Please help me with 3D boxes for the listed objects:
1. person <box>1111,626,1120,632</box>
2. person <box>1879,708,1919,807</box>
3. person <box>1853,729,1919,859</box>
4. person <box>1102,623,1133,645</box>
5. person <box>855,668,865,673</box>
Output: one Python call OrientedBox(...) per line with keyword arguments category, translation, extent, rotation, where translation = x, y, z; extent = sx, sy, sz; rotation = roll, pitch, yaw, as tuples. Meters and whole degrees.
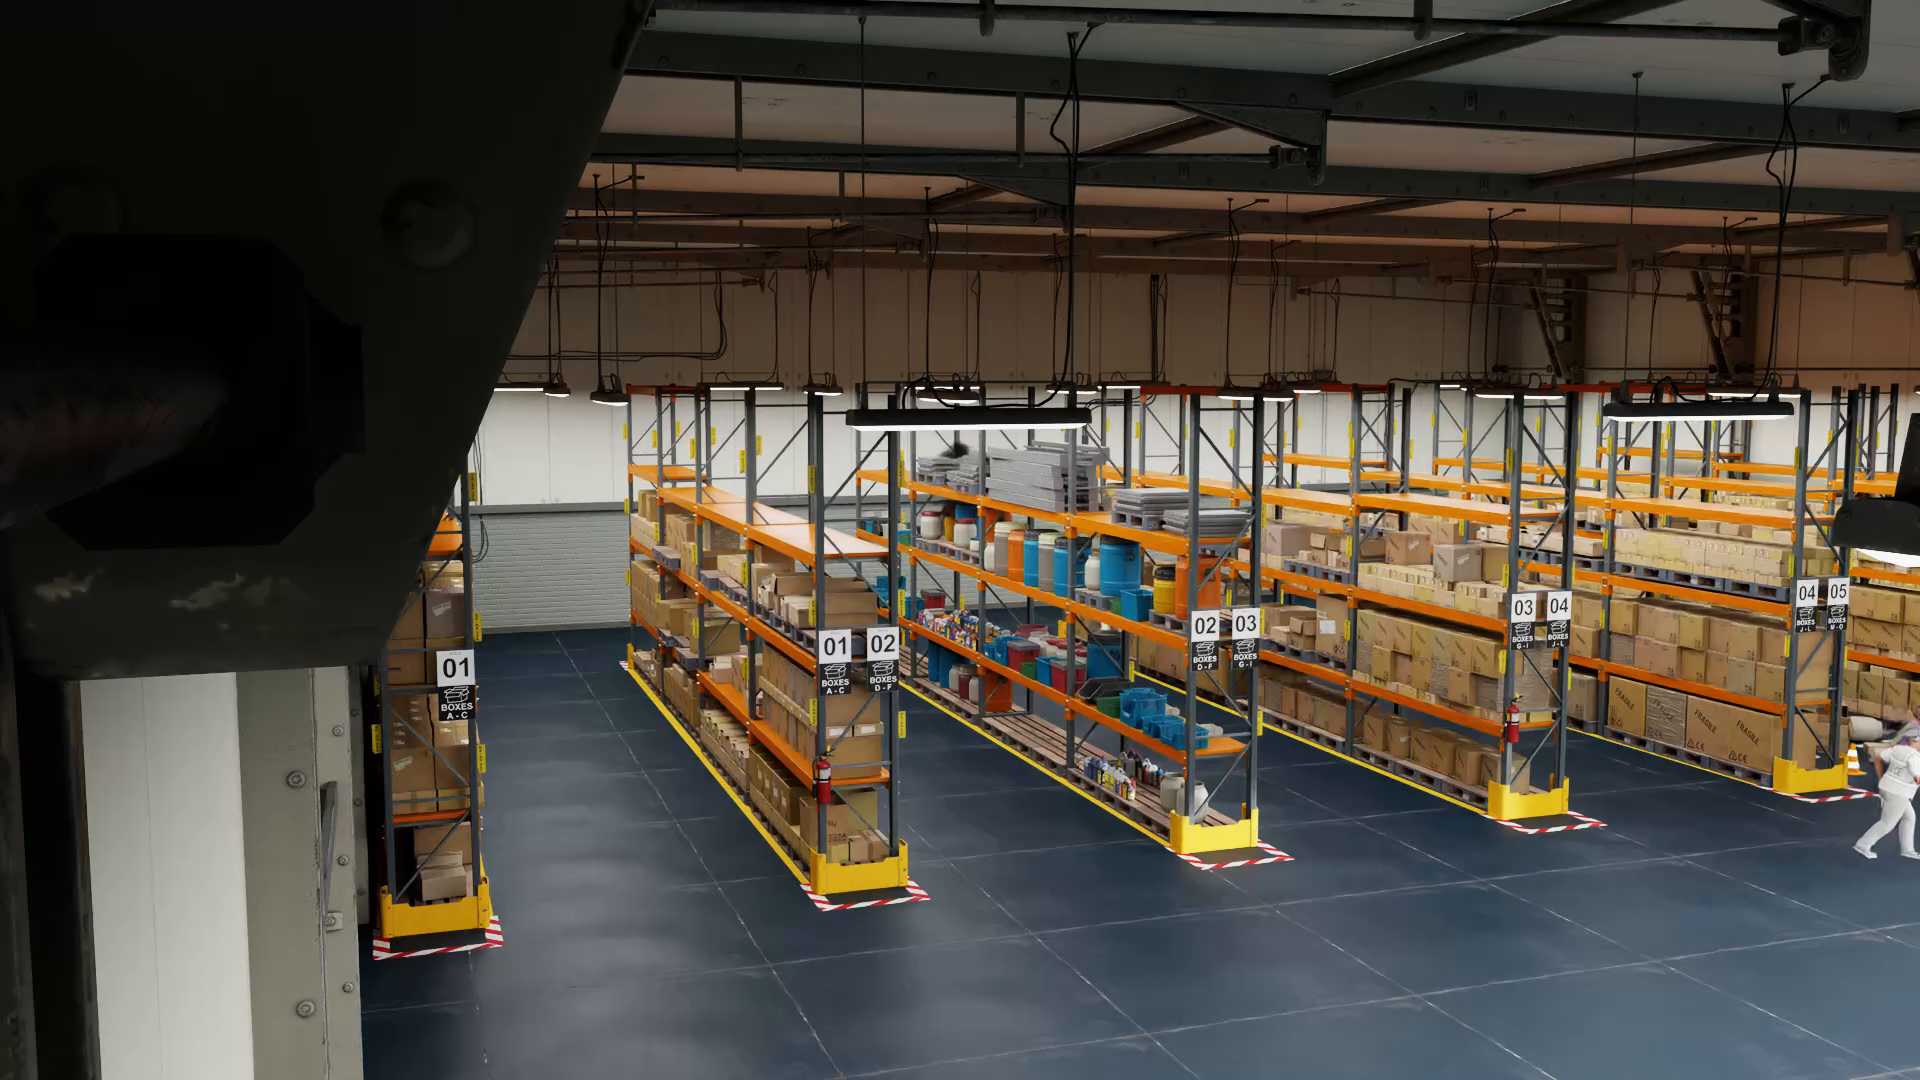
OrientedBox(category="person", translation=(2.801, 2.344, 30.894), extent=(0.614, 1.663, 0.440), rotation=(1, 6, 9))
OrientedBox(category="person", translation=(13.459, 3.130, 23.671), extent=(0.554, 1.548, 0.544), rotation=(-5, 8, -42))
OrientedBox(category="person", translation=(11.982, 3.262, 21.299), extent=(1.004, 1.731, 0.672), rotation=(1, 6, 7))
OrientedBox(category="person", translation=(3.108, 2.083, 32.723), extent=(0.684, 1.810, 0.822), rotation=(-1, 6, -11))
OrientedBox(category="person", translation=(-1.934, 2.516, 28.285), extent=(0.665, 1.760, 0.874), rotation=(-3, 7, -28))
